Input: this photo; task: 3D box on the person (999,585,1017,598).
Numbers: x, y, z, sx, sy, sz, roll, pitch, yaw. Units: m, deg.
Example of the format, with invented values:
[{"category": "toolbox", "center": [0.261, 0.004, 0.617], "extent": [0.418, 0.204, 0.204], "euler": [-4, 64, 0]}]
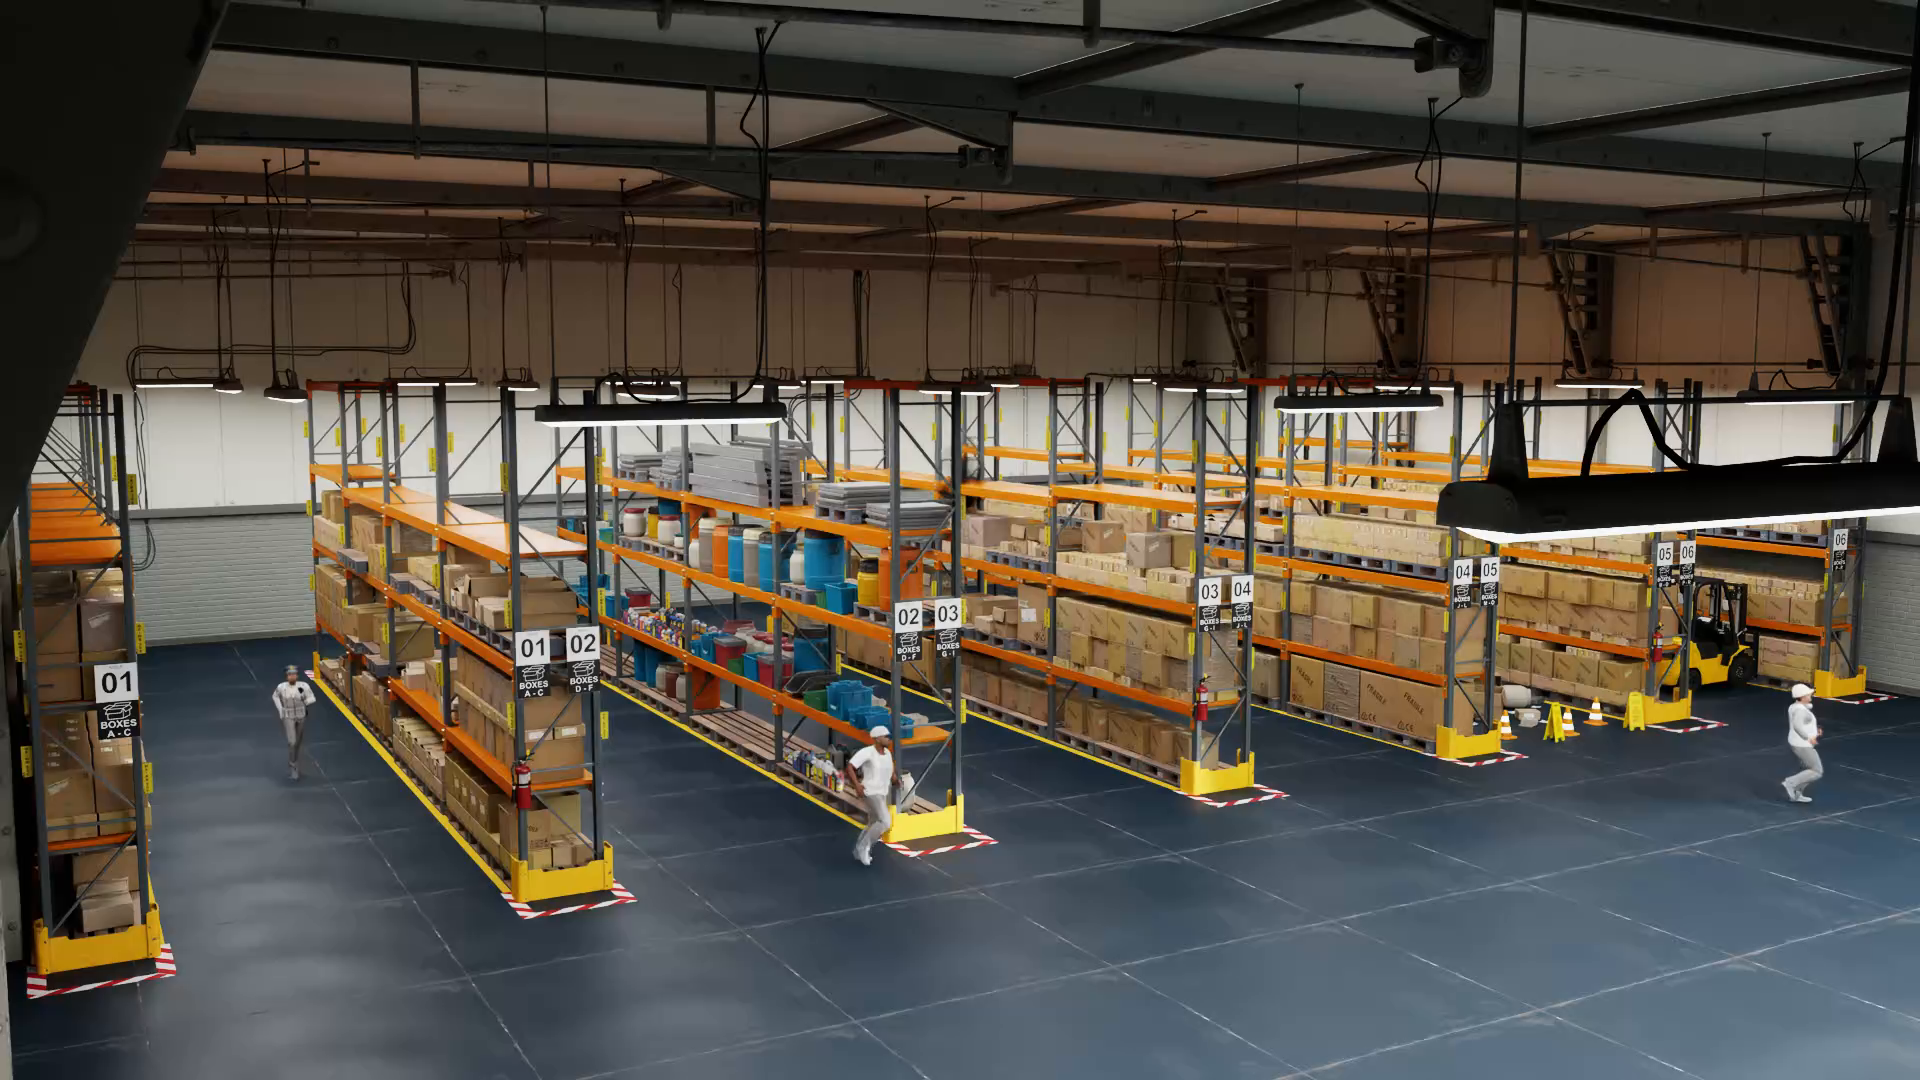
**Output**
[{"category": "person", "center": [1.254, 1.000, 42.011], "extent": [0.651, 1.697, 0.722], "euler": [2, 7, 21]}]

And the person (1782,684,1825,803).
[{"category": "person", "center": [12.153, 2.929, 23.921], "extent": [0.598, 1.723, 0.655], "euler": [1, 6, 13]}]

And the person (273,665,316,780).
[{"category": "person", "center": [-10.248, 2.774, 25.652], "extent": [0.584, 1.754, 0.775], "euler": [-4, 7, -31]}]

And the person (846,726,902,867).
[{"category": "person", "center": [-1.038, 3.228, 21.137], "extent": [0.612, 1.720, 0.726], "euler": [3, 7, 27]}]
